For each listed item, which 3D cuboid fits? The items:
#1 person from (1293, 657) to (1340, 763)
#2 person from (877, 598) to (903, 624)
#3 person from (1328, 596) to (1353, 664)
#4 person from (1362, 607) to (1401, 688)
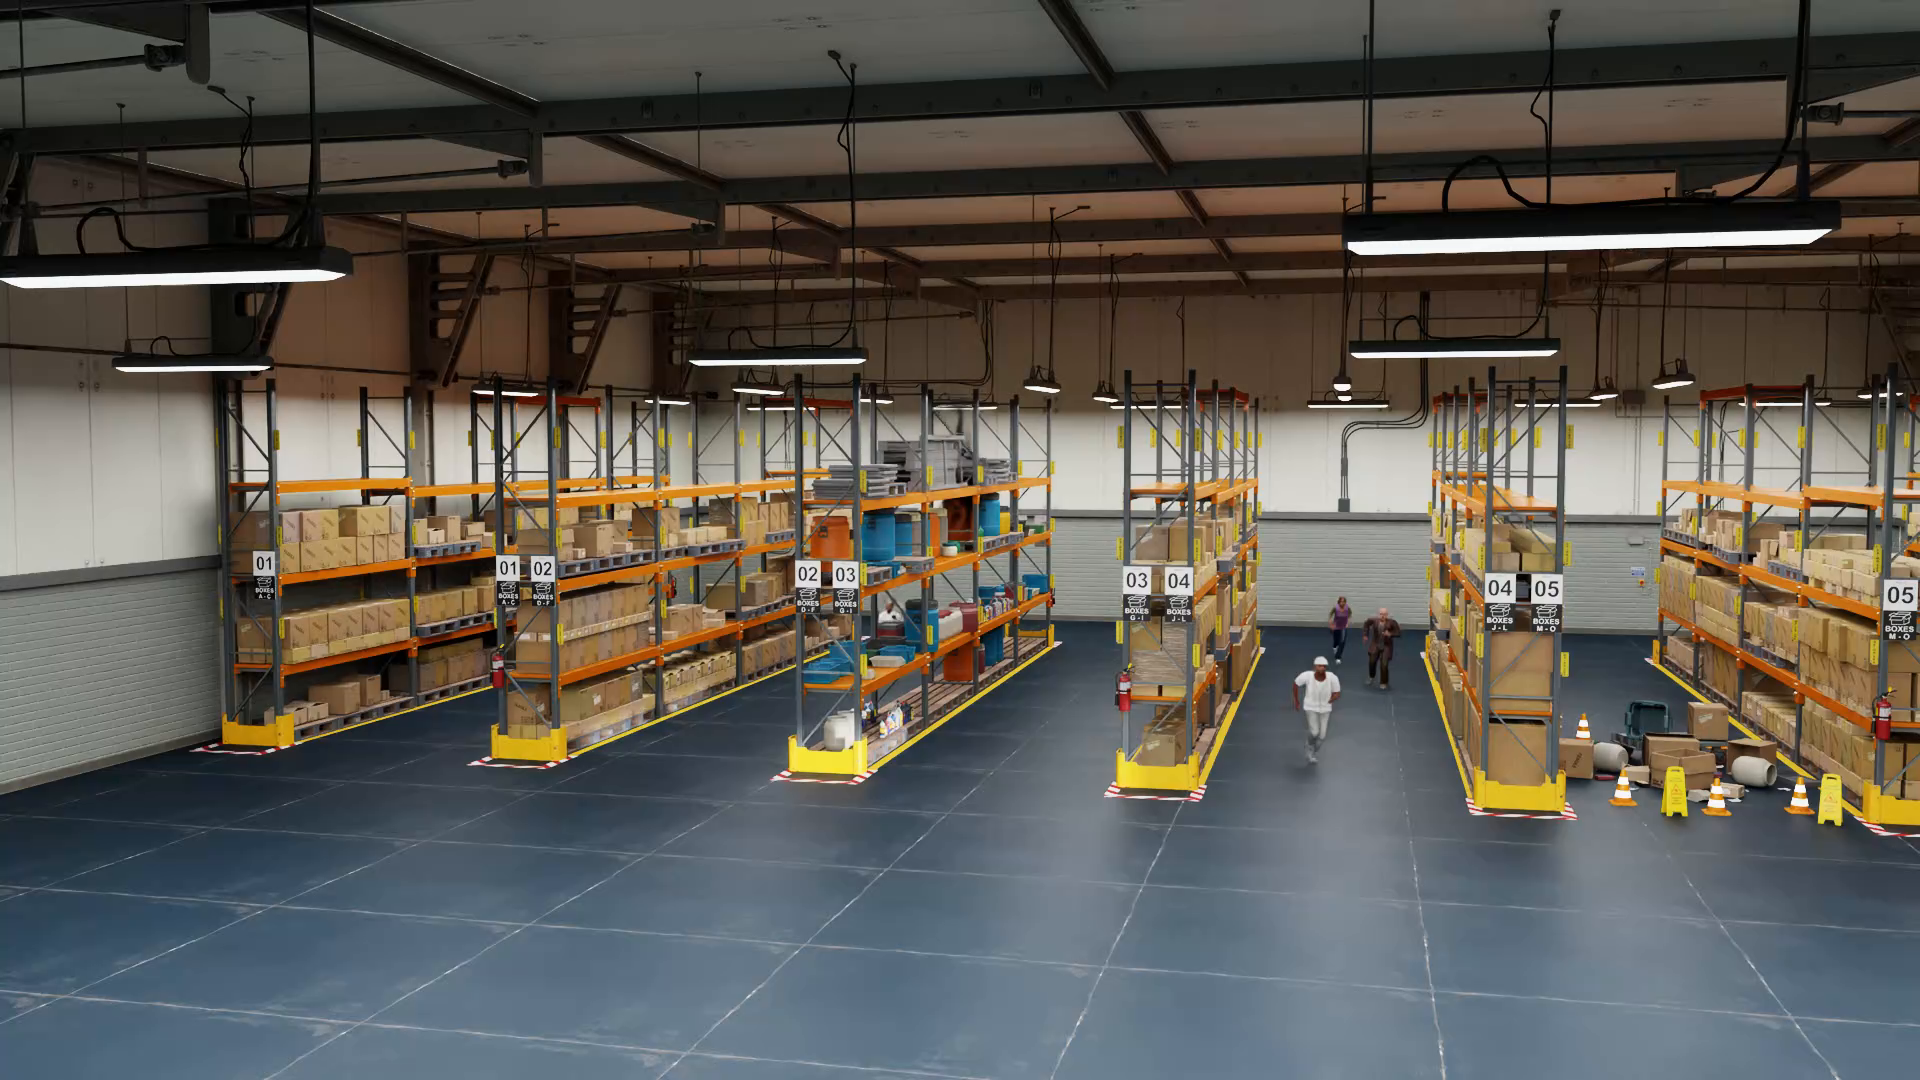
[{"bbox_3d":[5.480,2.605,25.450,0.655,1.680,0.736,0,3,-5],"label":"person"},{"bbox_3d":[-1.449,2.037,34.484,0.583,1.682,0.758,1,3,11],"label":"person"},{"bbox_3d":[8.548,2.013,37.470,0.539,1.545,0.810,0,3,-2],"label":"person"},{"bbox_3d":[8.495,2.191,33.563,0.806,1.698,0.744,1,4,21],"label":"person"}]
